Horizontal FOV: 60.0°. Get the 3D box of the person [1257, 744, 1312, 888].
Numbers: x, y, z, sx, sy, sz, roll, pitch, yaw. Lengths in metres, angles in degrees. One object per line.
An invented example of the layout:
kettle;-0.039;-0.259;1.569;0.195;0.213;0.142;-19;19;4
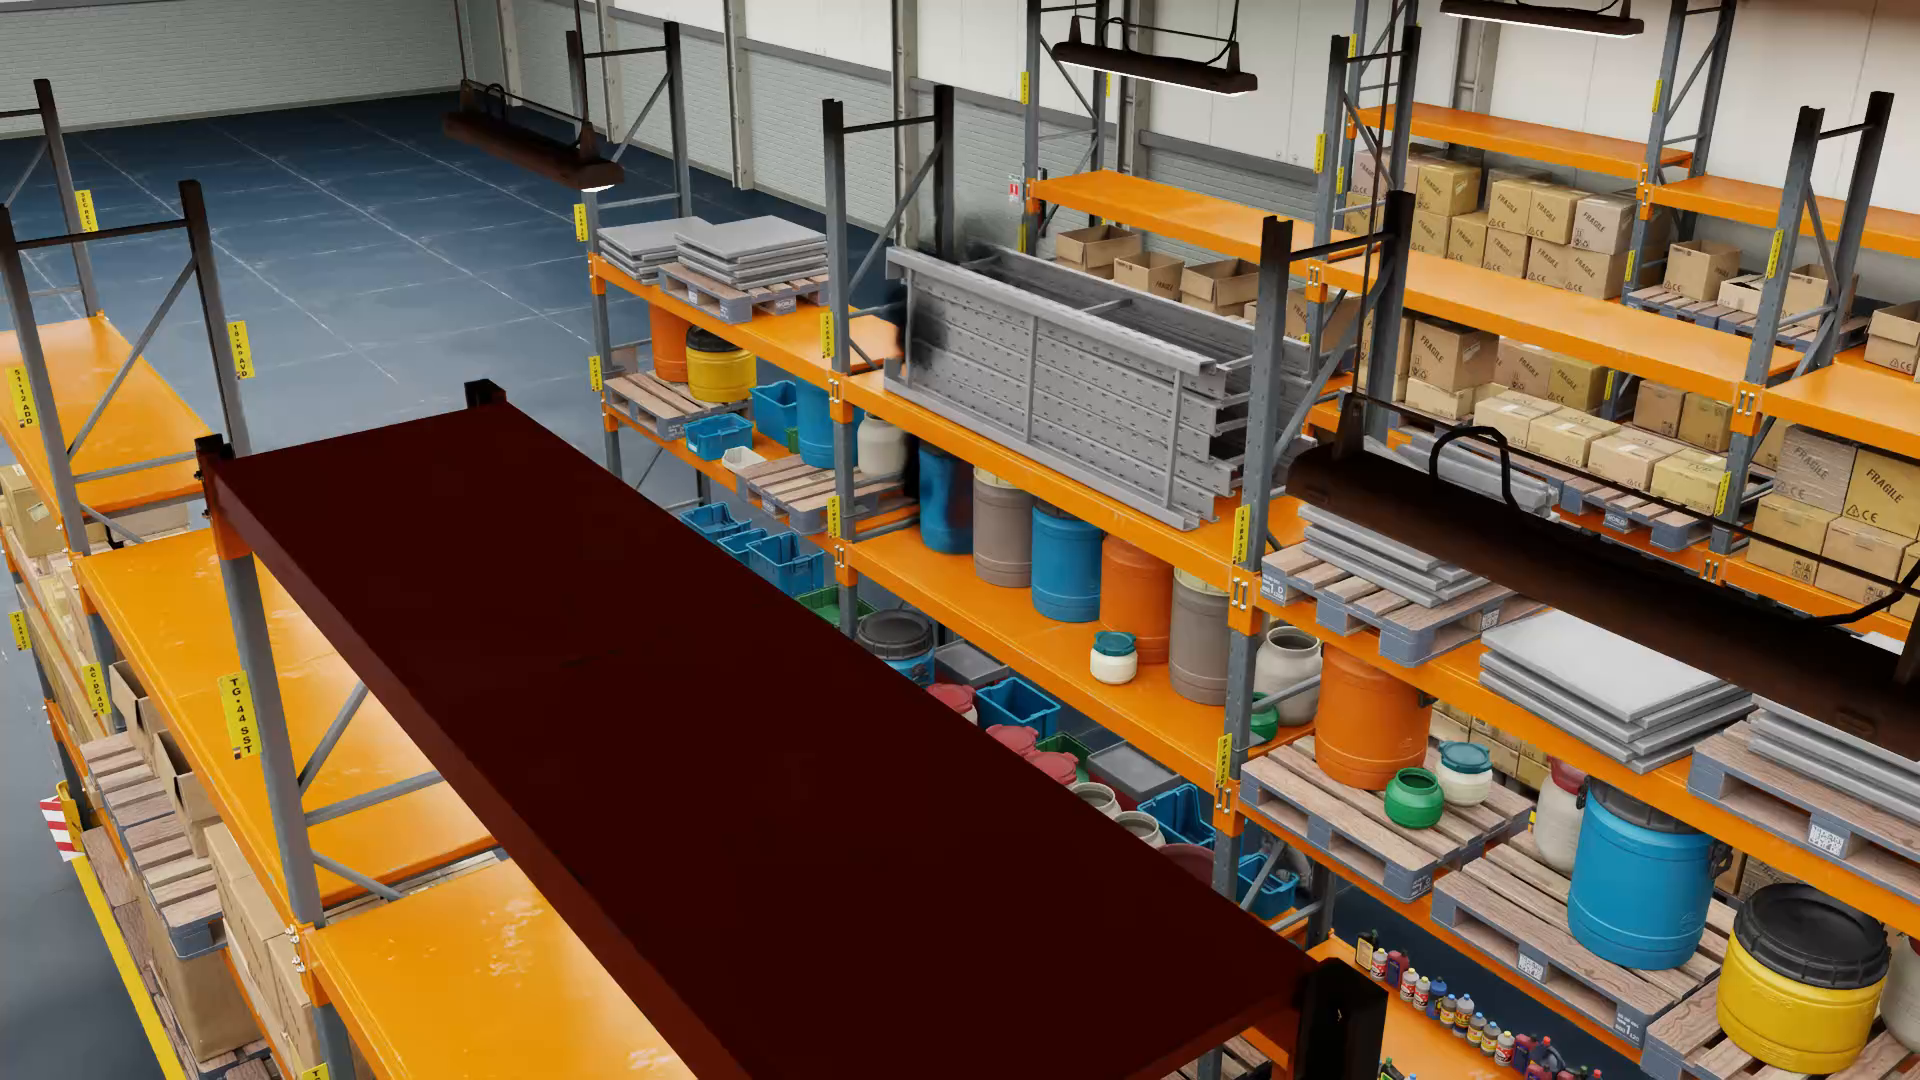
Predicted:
person;2.499;1.856;12.873;0.752;1.831;0.624;22;33;39
